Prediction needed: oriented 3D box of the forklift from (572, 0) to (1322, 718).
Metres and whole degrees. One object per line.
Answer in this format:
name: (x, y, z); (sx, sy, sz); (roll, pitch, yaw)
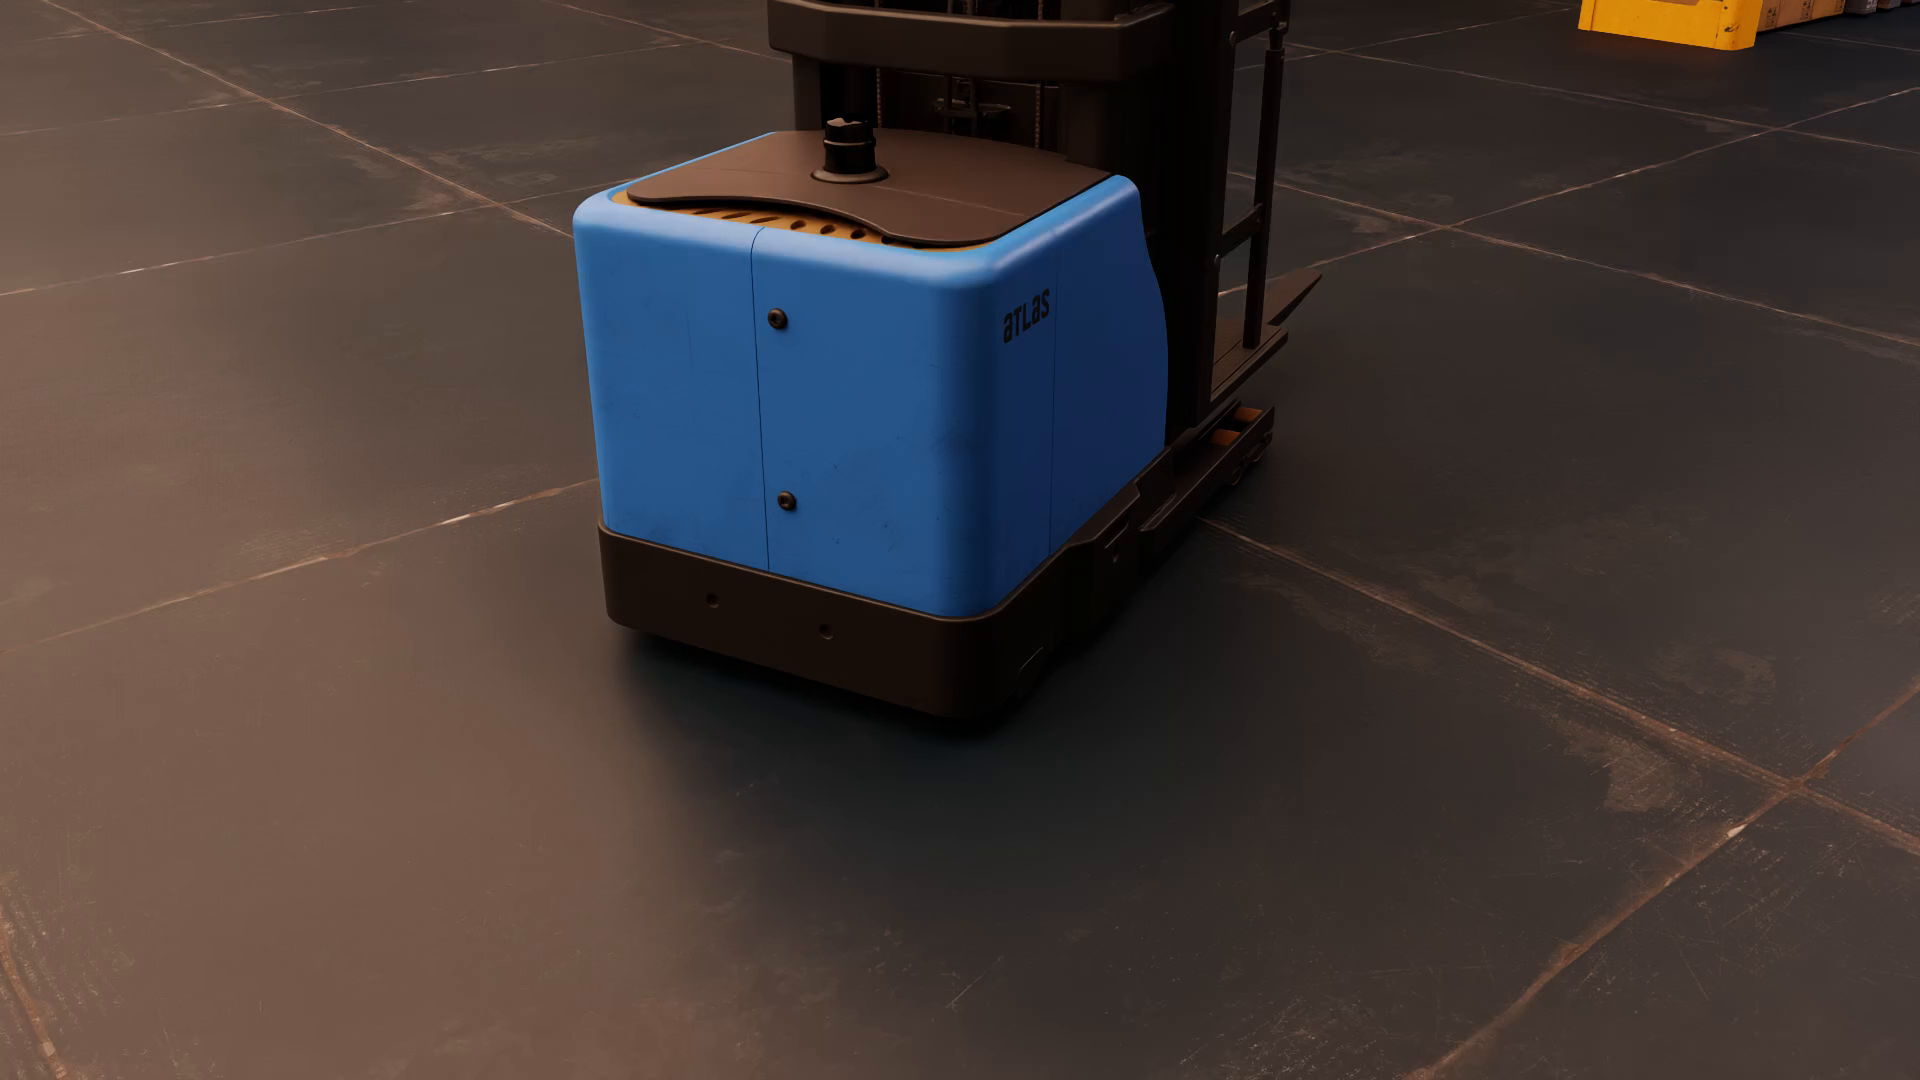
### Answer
forklift: (0.285, -1.552, 4.331); (1.130, 2.935, 3.031); (13, 29, 25)
